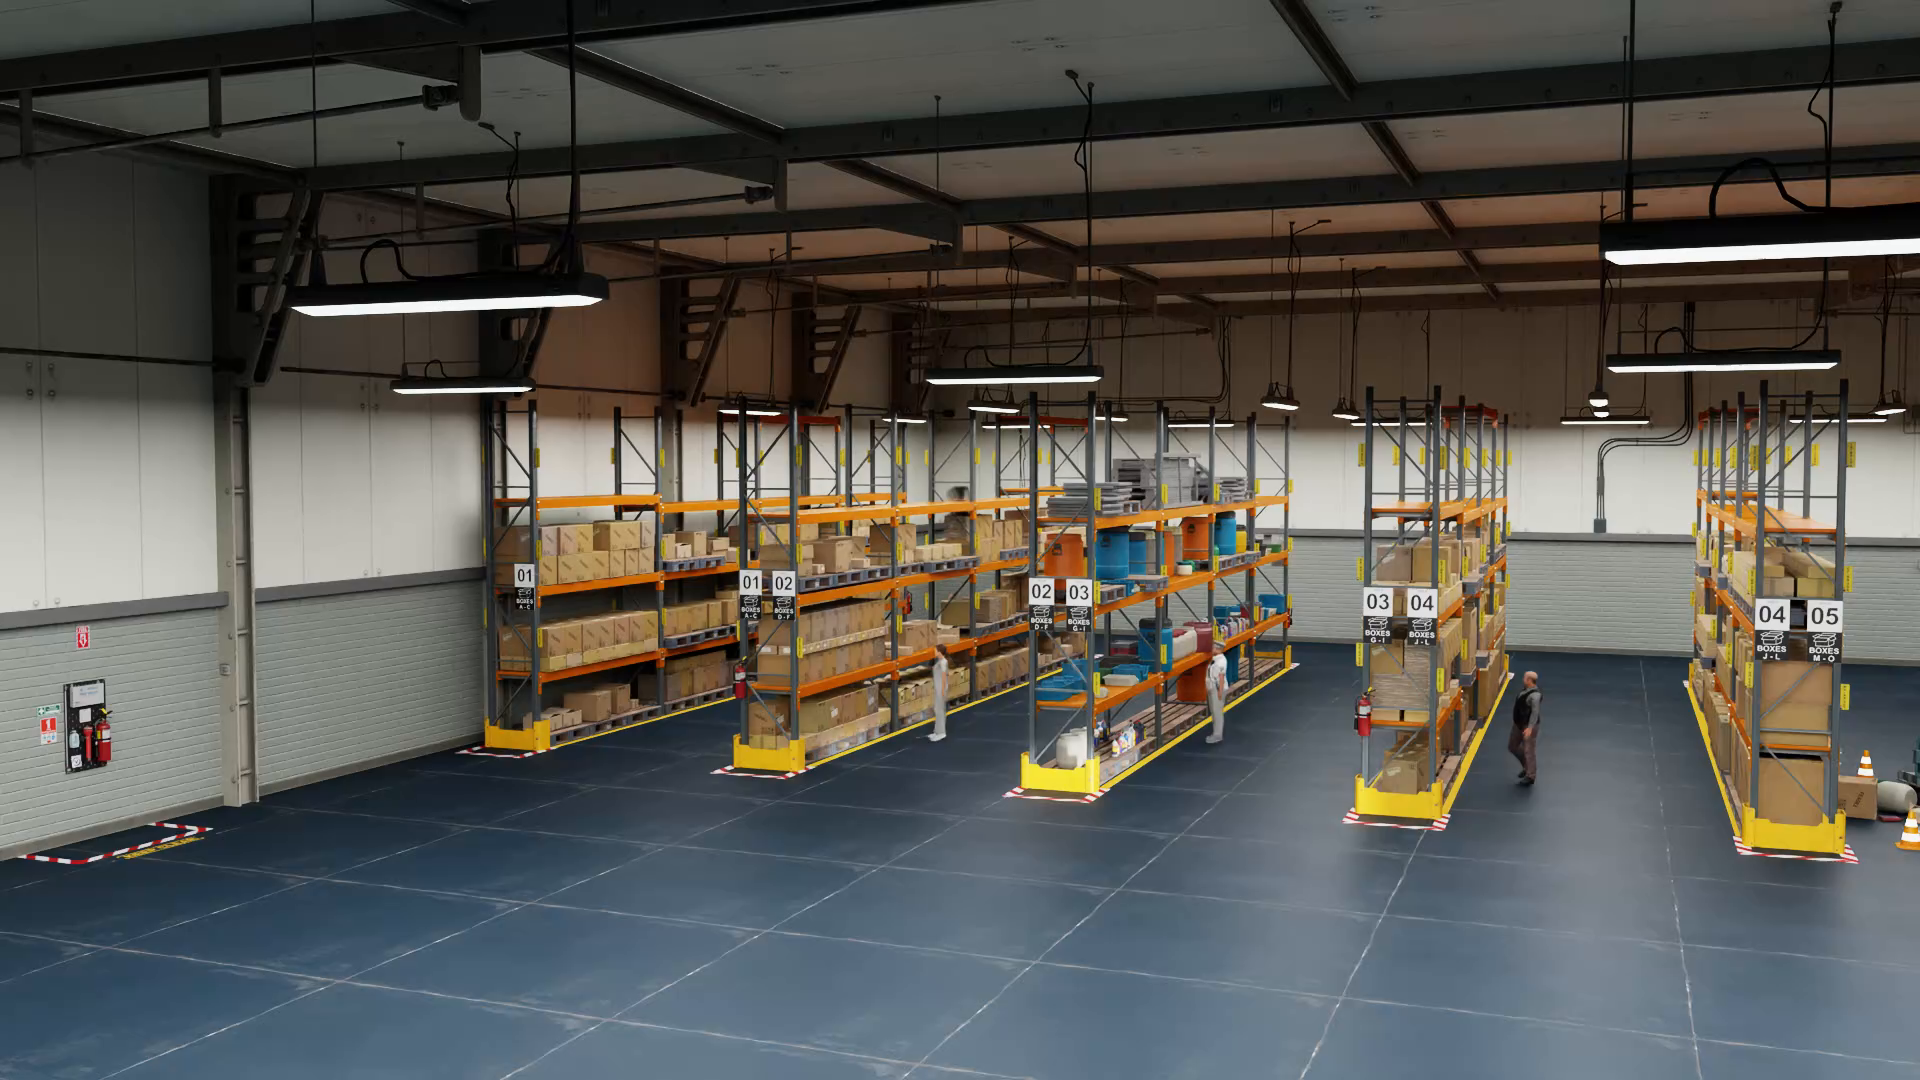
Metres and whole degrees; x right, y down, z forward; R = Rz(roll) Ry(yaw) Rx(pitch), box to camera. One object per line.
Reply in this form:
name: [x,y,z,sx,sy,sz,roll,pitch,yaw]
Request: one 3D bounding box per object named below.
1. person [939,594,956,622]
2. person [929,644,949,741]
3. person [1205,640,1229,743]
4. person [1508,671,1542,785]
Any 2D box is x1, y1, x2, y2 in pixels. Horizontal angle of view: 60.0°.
person: [-0.229,2.210,39.845,0.705,1.814,0.935,1,3,22]
person: [-0.370,2.712,29.680,0.392,1.712,0.531,0,3,-7]
person: [4.523,2.666,29.496,0.463,1.784,0.617,0,3,-6]
person: [8.740,2.873,25.628,0.476,1.717,0.612,-1,3,-11]
